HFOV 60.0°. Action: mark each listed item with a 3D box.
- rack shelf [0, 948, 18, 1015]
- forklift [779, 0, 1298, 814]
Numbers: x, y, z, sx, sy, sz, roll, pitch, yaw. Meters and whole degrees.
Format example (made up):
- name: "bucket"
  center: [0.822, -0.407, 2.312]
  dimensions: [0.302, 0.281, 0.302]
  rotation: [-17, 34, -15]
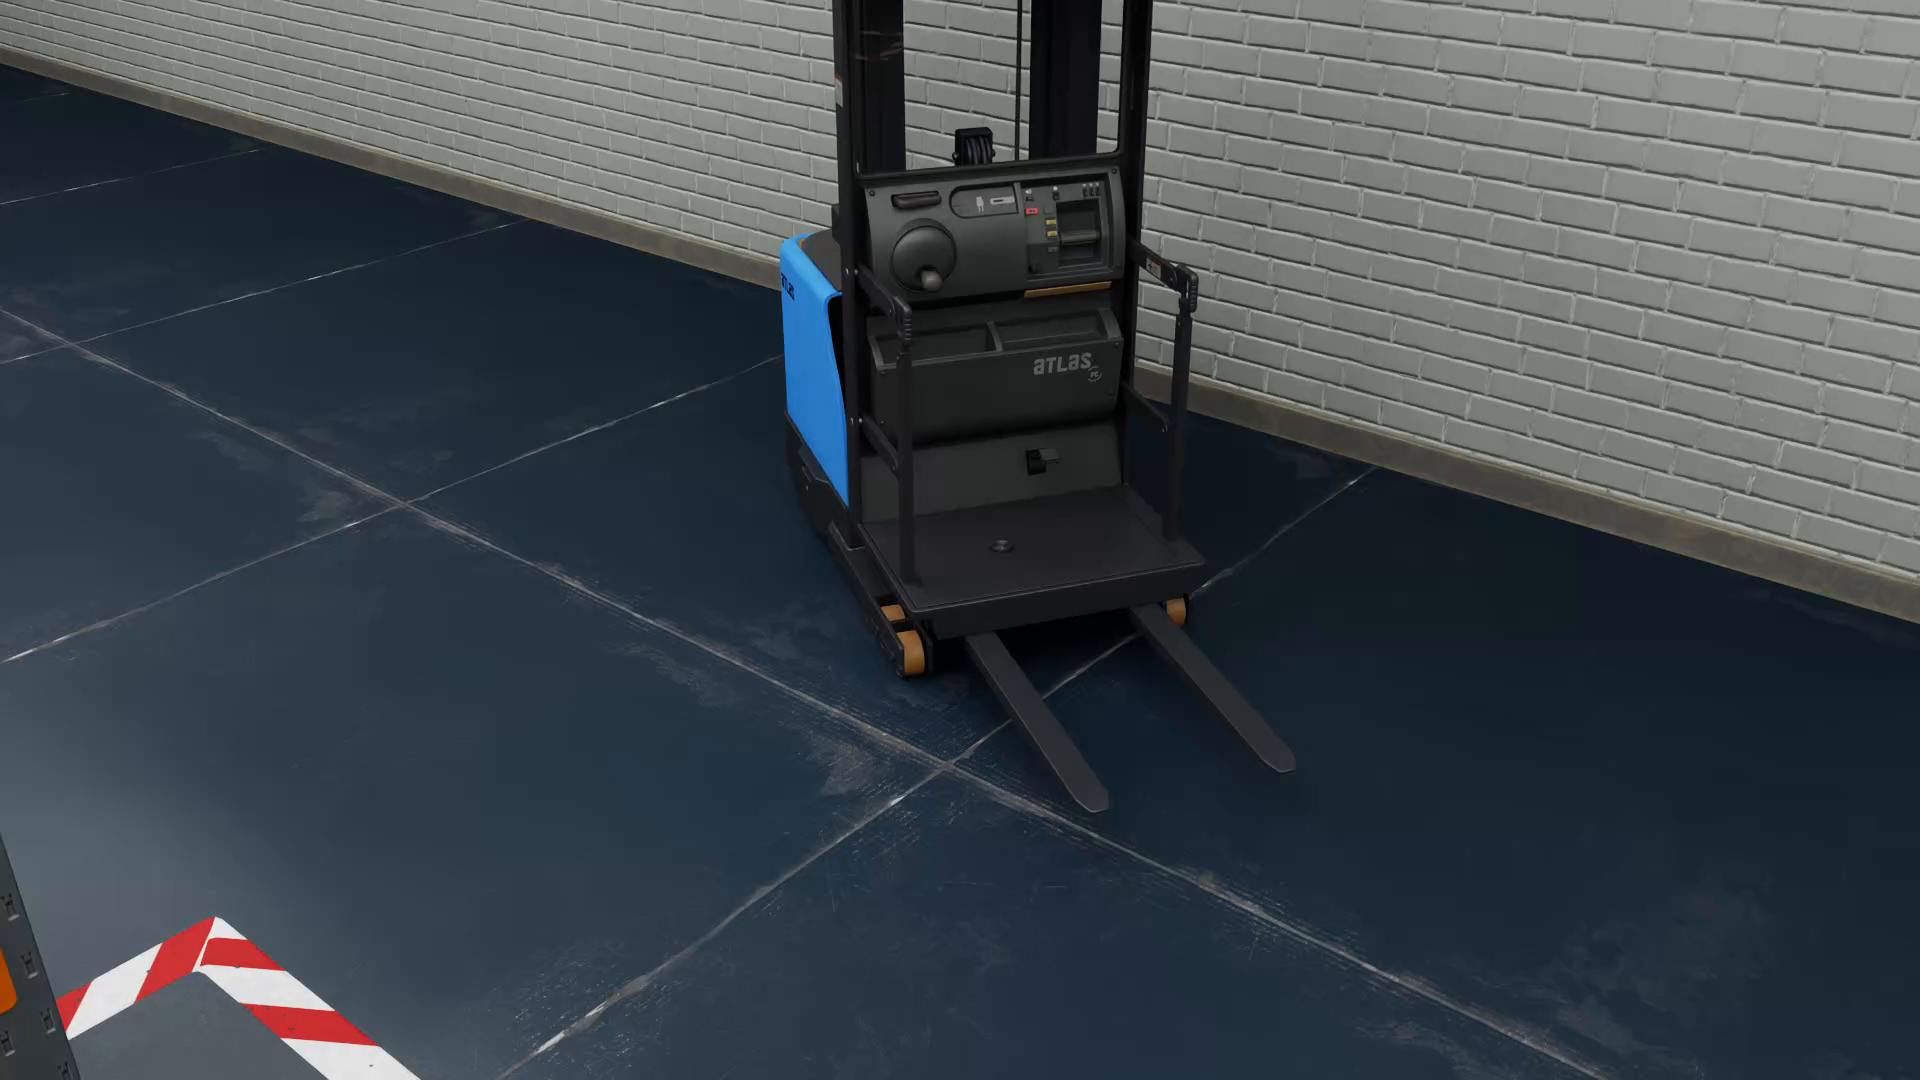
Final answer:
- name: "rack shelf"
  center: [-3.383, 1.242, 1.867]
  dimensions: [1.077, 0.370, 4.000]
  rotation: [21, 34, 34]
- name: "forklift"
  center: [0.201, -1.031, 5.553]
  dimensions: [1.130, 2.935, 3.031]
  rotation: [-9, 29, -17]
